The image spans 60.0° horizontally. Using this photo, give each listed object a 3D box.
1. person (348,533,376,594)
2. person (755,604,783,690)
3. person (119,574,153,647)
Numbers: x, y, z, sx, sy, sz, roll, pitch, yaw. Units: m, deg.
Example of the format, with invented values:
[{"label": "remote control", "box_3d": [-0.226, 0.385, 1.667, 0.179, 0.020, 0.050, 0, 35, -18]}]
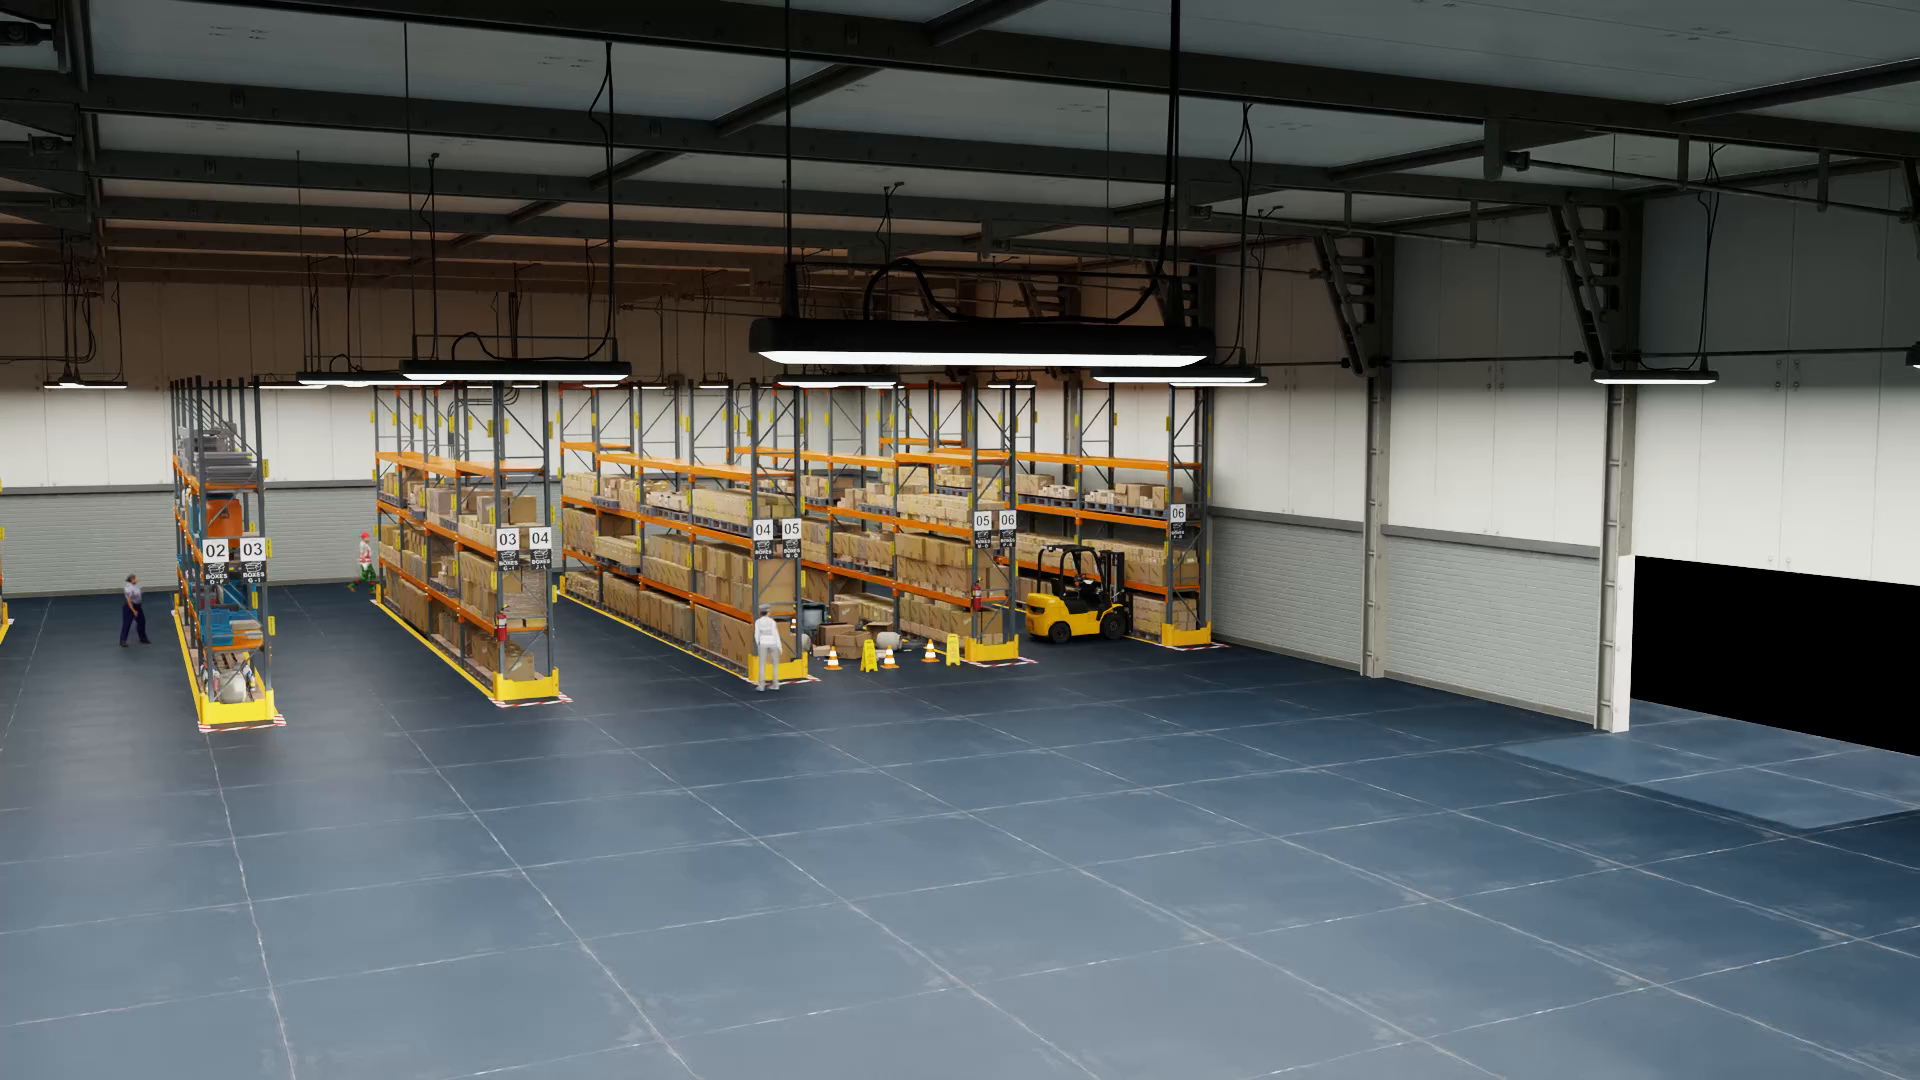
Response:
[{"label": "person", "box_3d": [-16.850, 0.667, 46.983, 0.852, 1.750, 0.620, -1, 5, -9]}, {"label": "person", "box_3d": [-3.658, 2.050, 31.857, 0.533, 1.667, 0.392, 0, 5, 3]}, {"label": "person", "box_3d": [-18.690, 1.589, 37.615, 0.520, 1.682, 0.671, 0, 5, 4]}]
